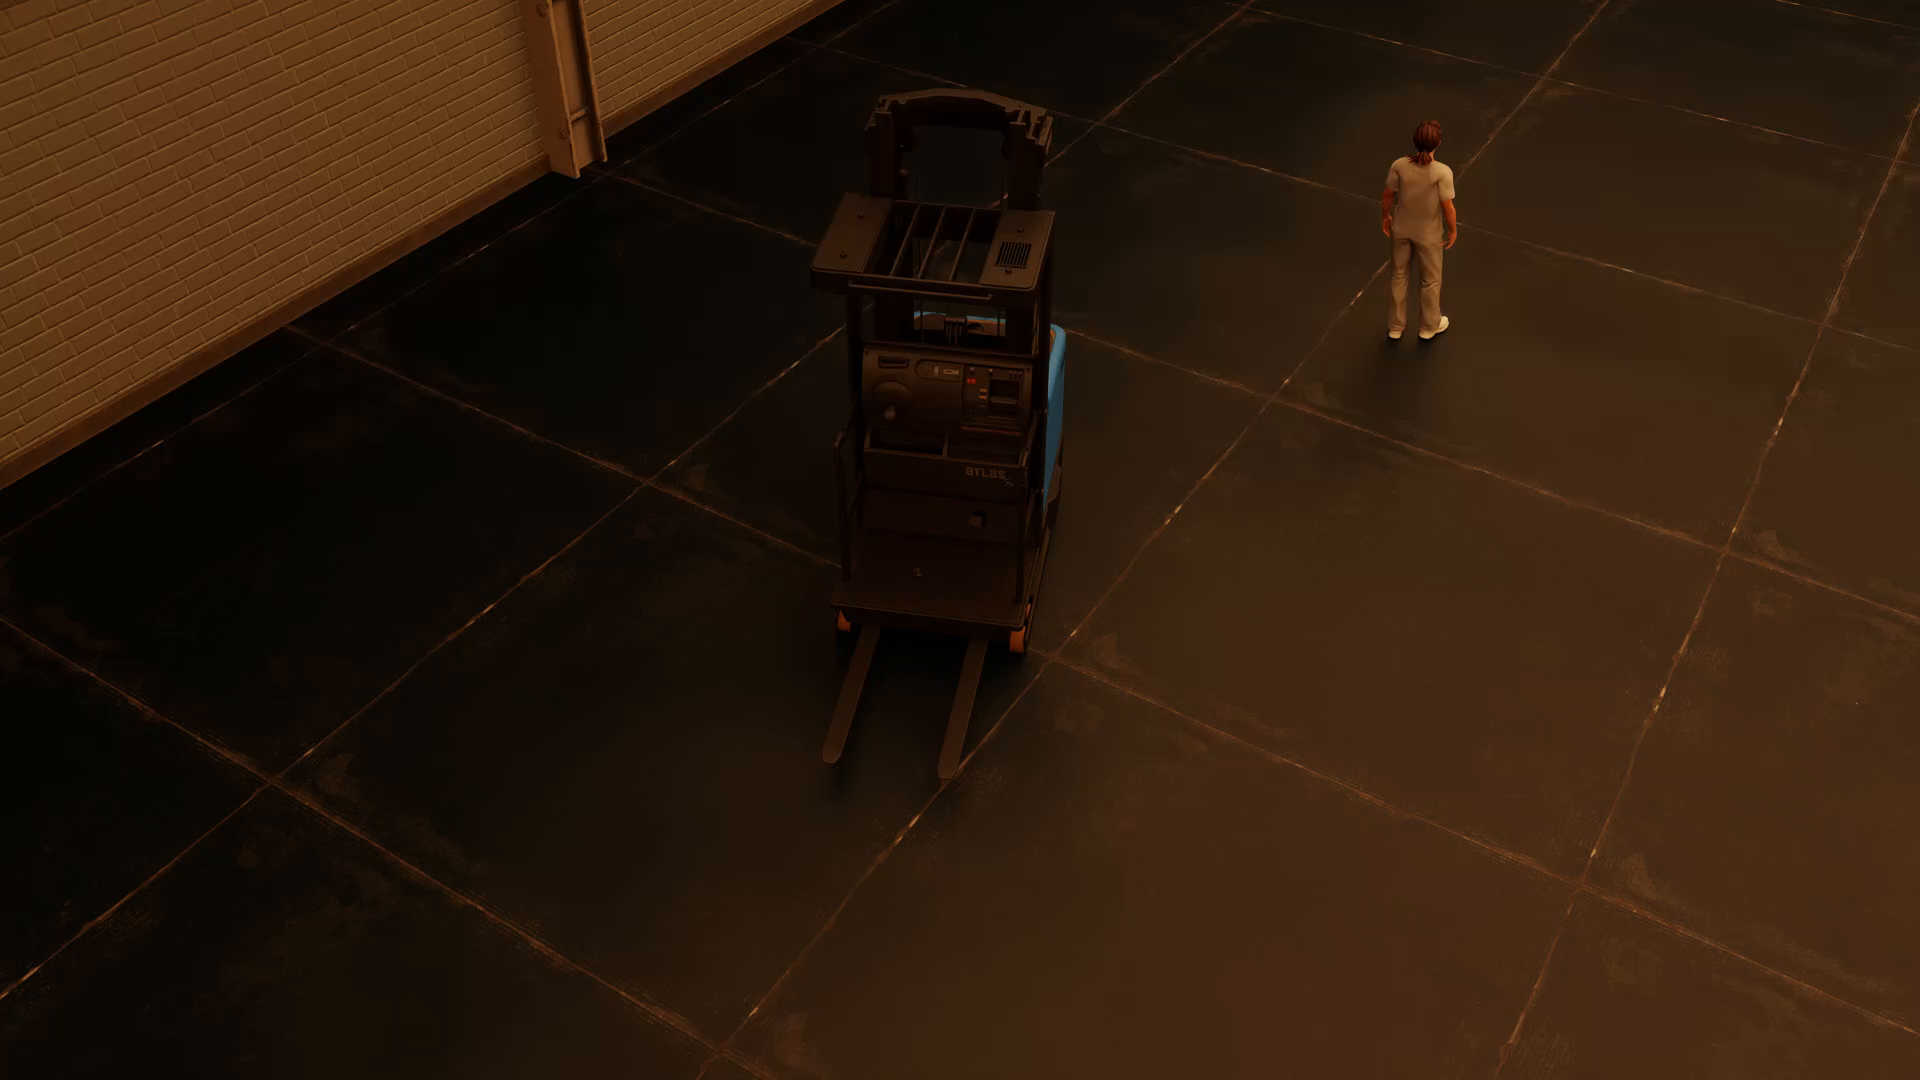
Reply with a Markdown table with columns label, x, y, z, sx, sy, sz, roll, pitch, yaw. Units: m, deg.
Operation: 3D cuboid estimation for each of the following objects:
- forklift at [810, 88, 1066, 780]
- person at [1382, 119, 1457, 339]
| label | x | y | z | sx | sy | sz | roll | pitch | yaw |
| --- | --- | --- | --- | --- | --- | --- | --- | --- | --- |
| forklift | -0.108 | -0.731 | 8.830 | 1.130 | 2.935 | 3.031 | 7 | 41 | 8 |
| person | 3.177 | -2.151 | 11.466 | 0.550 | 1.675 | 0.550 | 23 | 45 | 25 |
